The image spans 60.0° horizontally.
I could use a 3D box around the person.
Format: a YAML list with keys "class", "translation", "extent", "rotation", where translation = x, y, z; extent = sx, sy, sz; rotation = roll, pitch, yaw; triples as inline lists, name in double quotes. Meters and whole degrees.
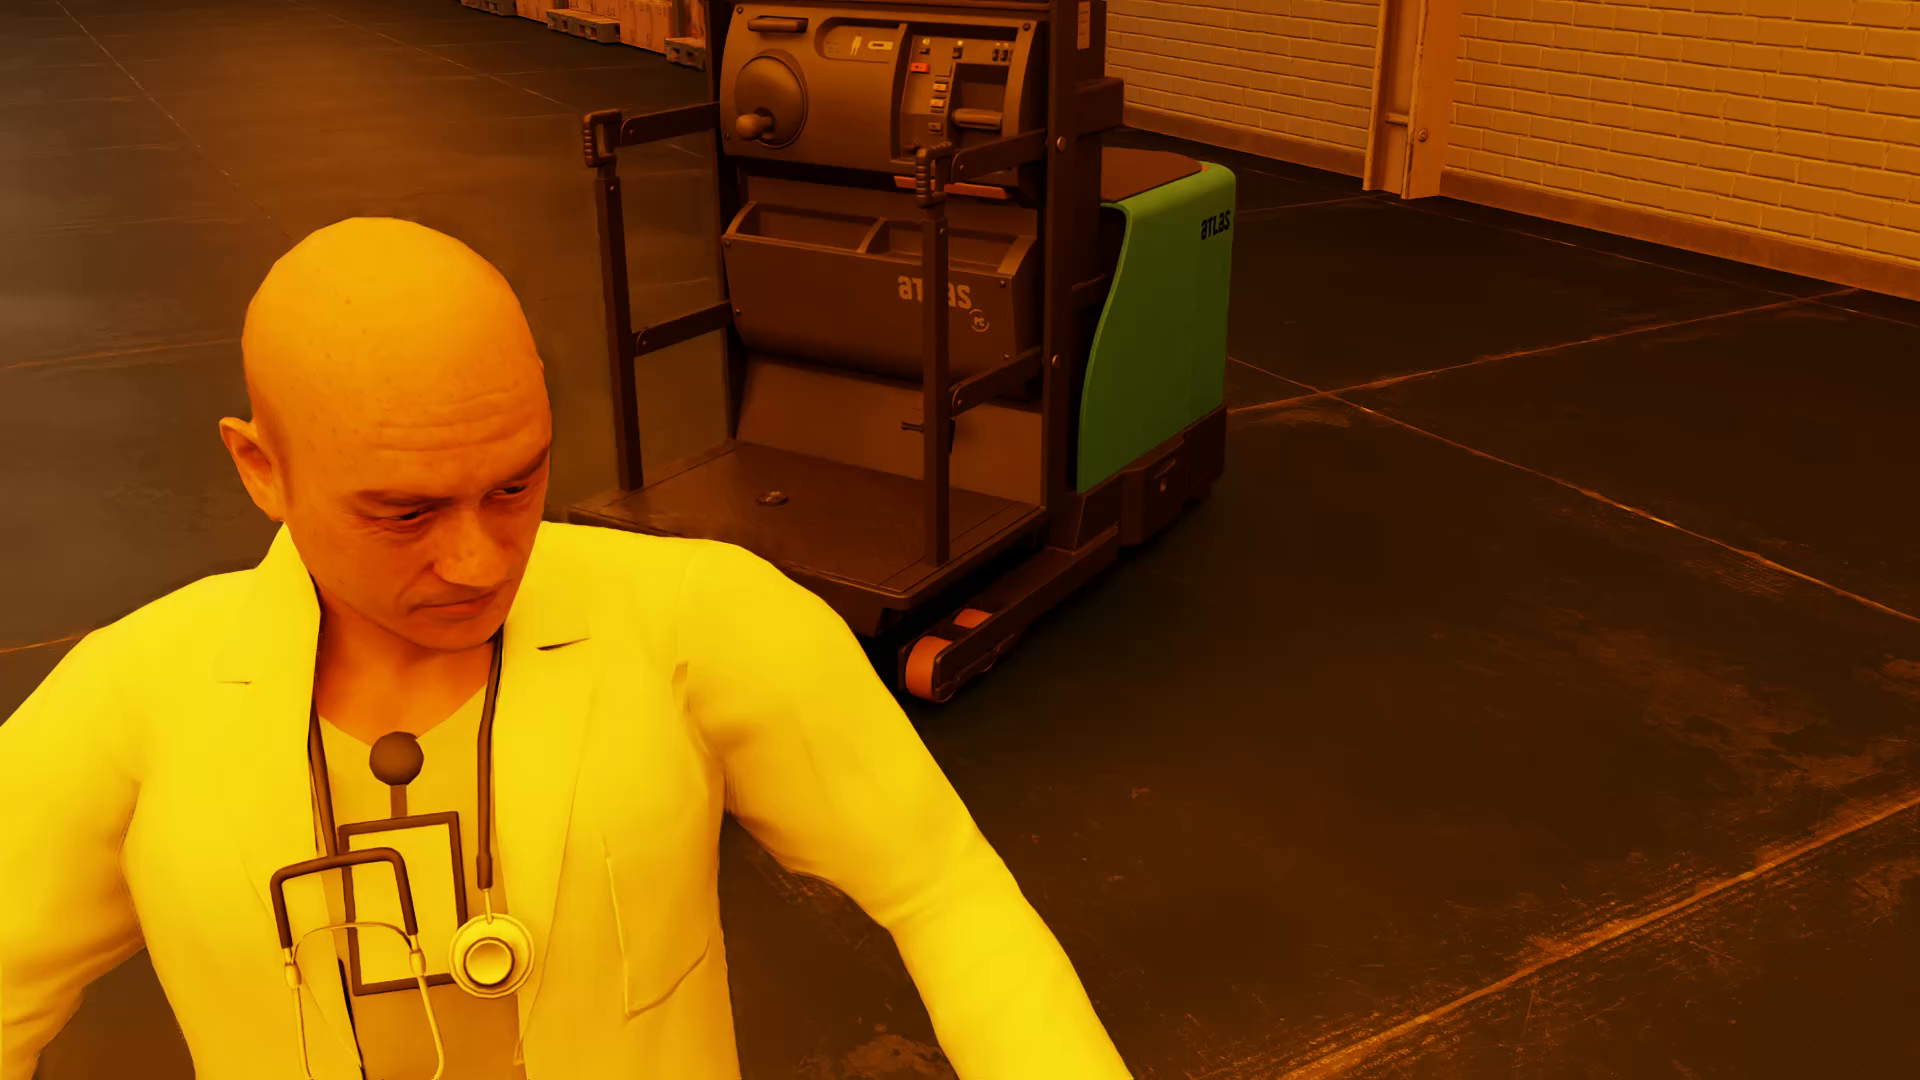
- class: "person"
  translation: [-0.357, 0.682, 1.241]
  extent: [1.025, 1.808, 0.636]
  rotation: [-4, 23, -10]

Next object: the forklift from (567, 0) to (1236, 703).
- class: "forklift"
  translation: [-0.336, -1.151, 4.079]
  extent: [1.130, 2.935, 3.031]
  rotation: [13, 26, 29]
